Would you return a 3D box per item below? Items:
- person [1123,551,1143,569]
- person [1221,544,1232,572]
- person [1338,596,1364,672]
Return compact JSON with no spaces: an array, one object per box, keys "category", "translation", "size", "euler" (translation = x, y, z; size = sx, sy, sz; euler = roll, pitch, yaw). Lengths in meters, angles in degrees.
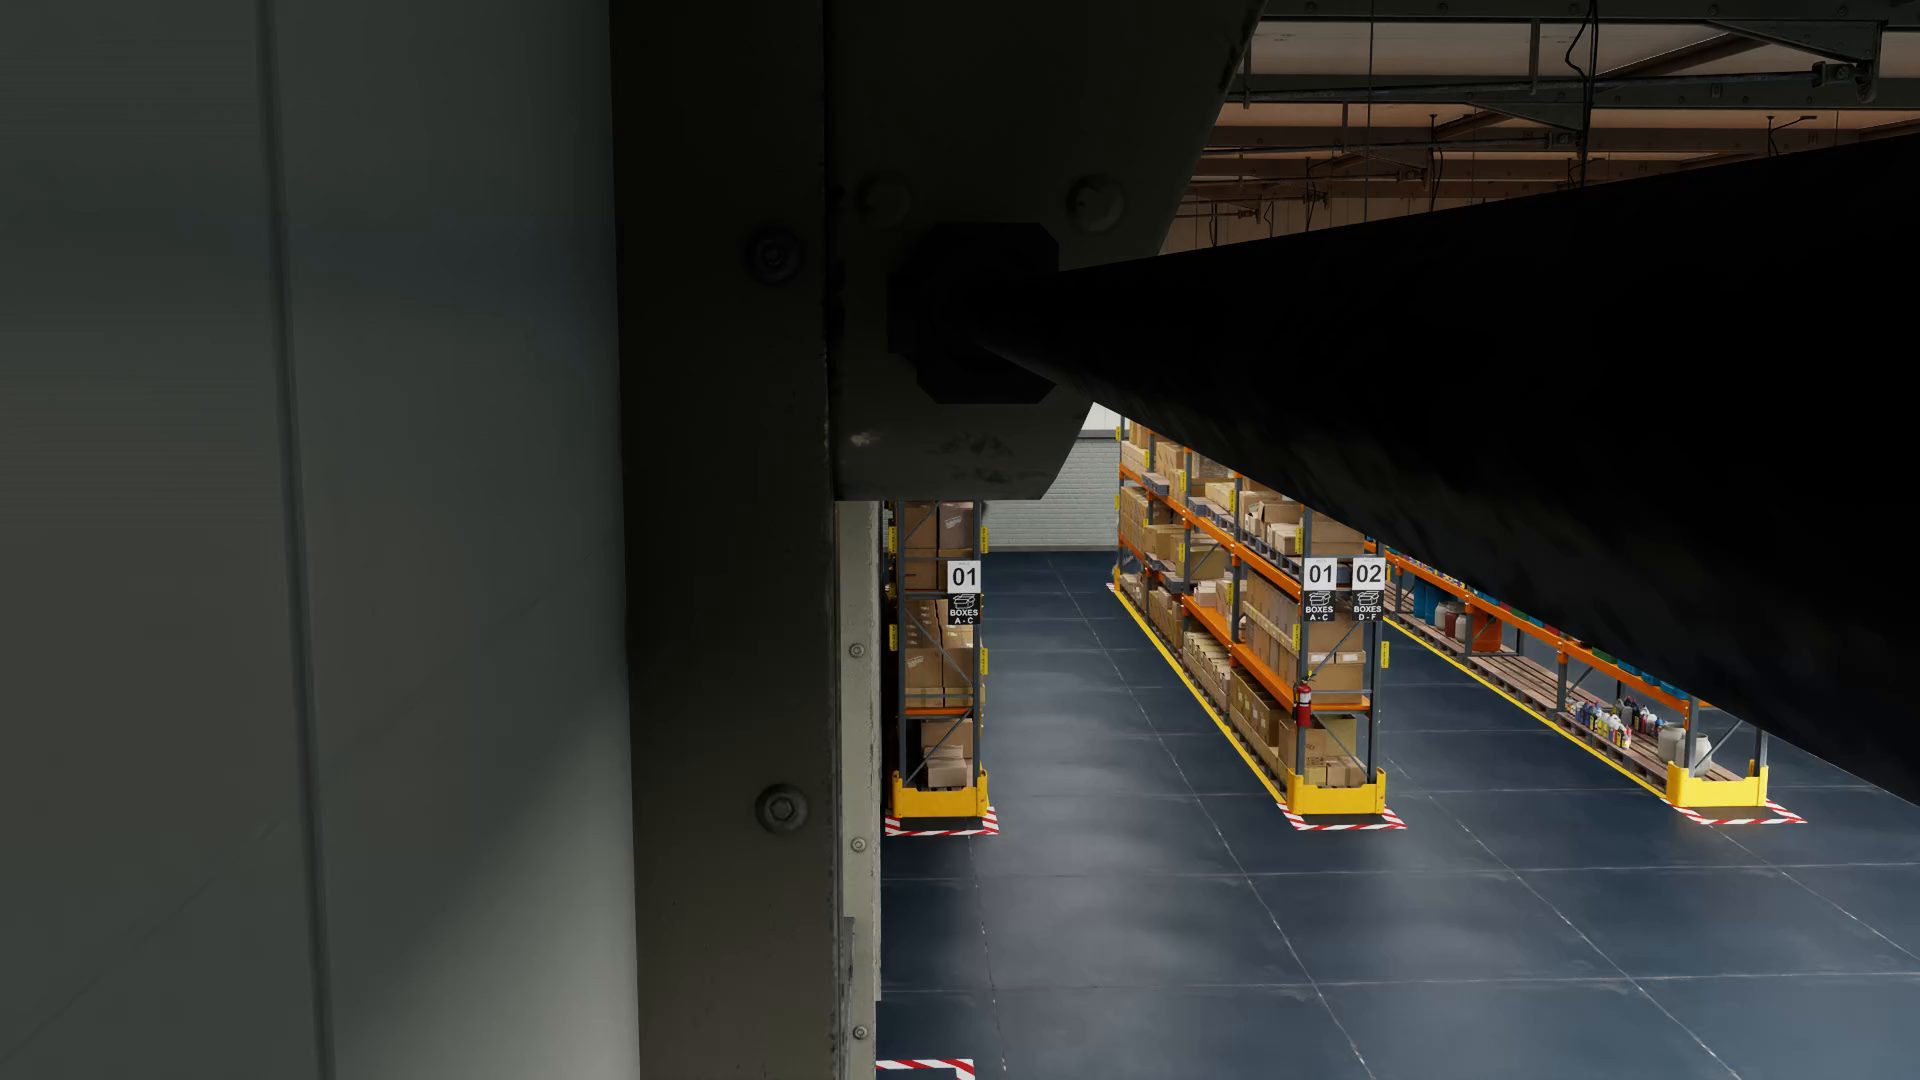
[{"category":"person","translation":[3.990,0.039,37.656],"size":[0.952,1.802,0.707],"euler":[1,8,4]},{"category":"person","translation":[5.790,0.297,36.027],"size":[0.679,1.699,0.971],"euler":[-3,9,-20]},{"category":"person","translation":[6.770,1.345,28.768],"size":[0.676,1.751,0.854],"euler":[-1,8,-9]}]
